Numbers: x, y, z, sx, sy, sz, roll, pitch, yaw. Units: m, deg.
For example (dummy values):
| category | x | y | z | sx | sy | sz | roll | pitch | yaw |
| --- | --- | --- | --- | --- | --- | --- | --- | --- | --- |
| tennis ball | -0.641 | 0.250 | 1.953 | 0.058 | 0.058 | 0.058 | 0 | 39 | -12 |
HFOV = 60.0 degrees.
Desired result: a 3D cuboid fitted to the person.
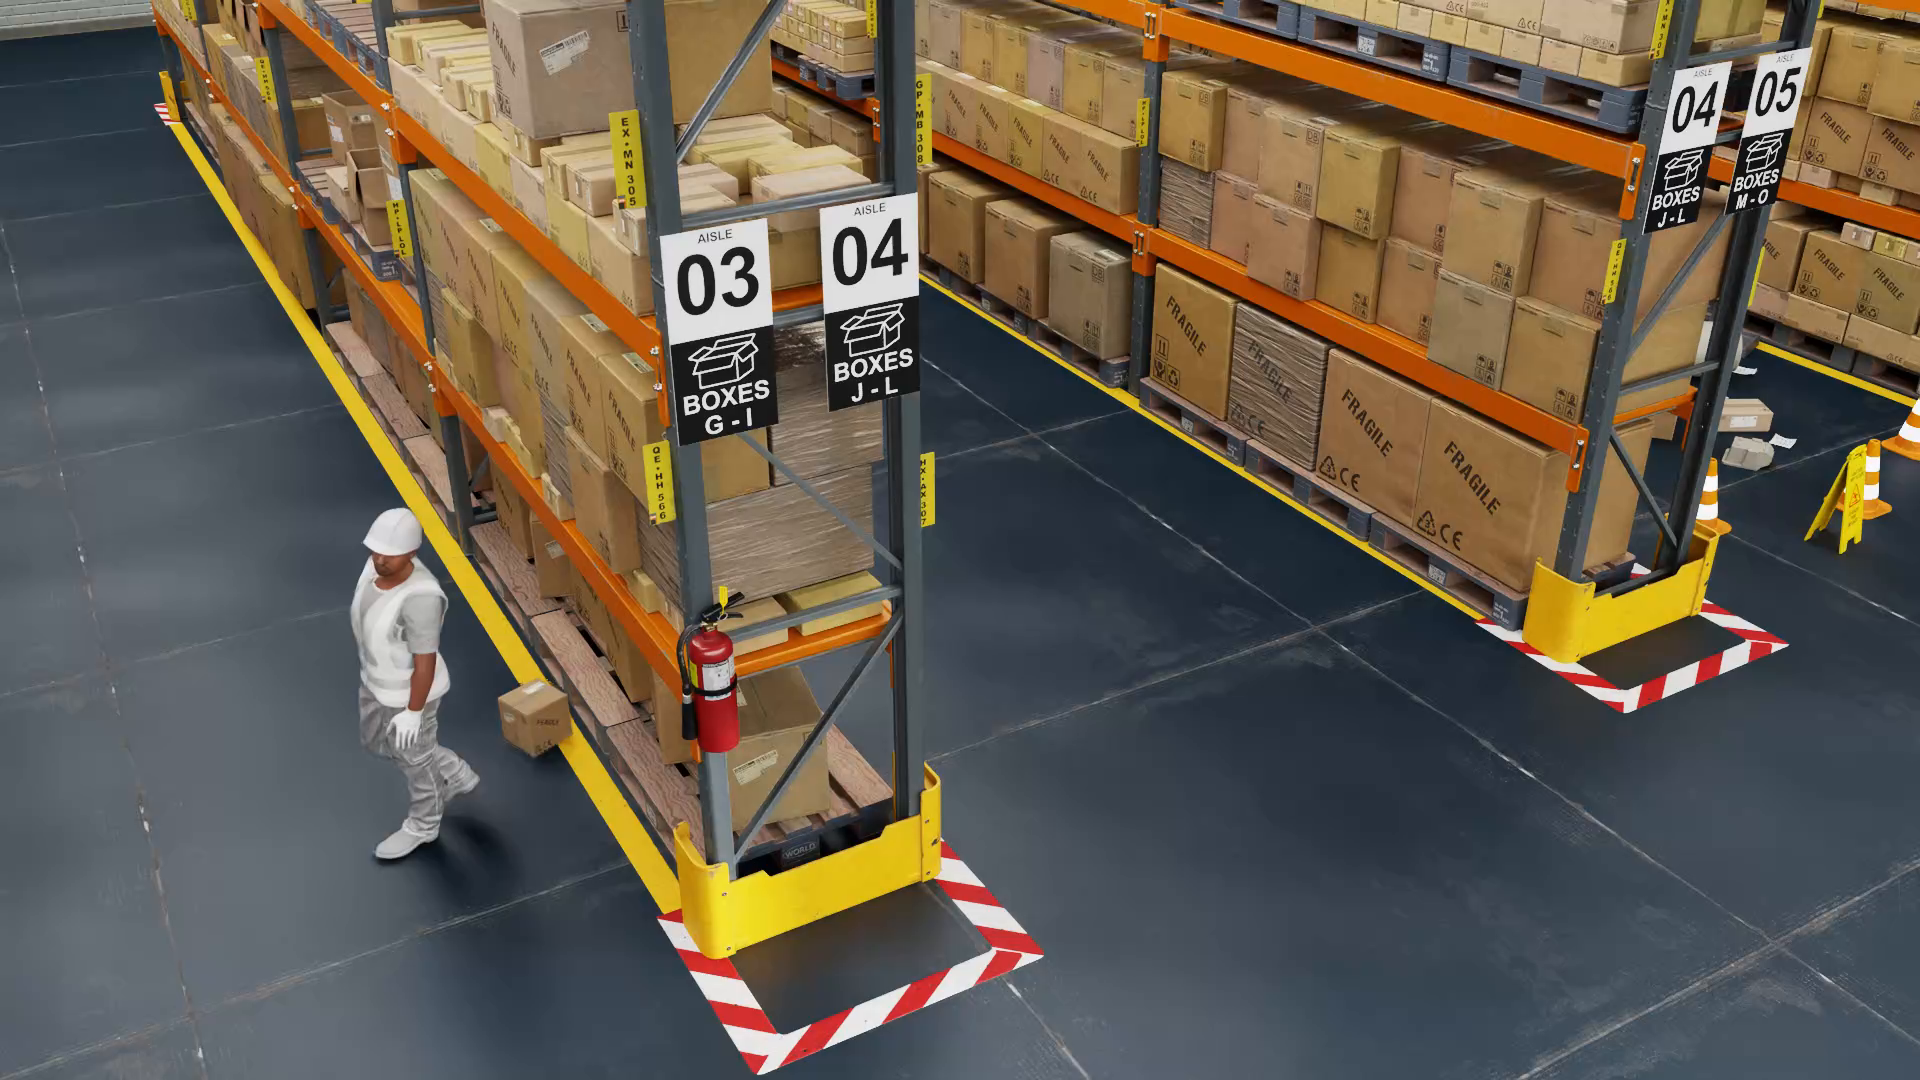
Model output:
| category | x | y | z | sx | sy | sz | roll | pitch | yaw |
| --- | --- | --- | --- | --- | --- | --- | --- | --- | --- |
| person | -2.458 | 0.640 | 7.380 | 0.547 | 1.759 | 0.630 | -22 | 35 | -34 |
